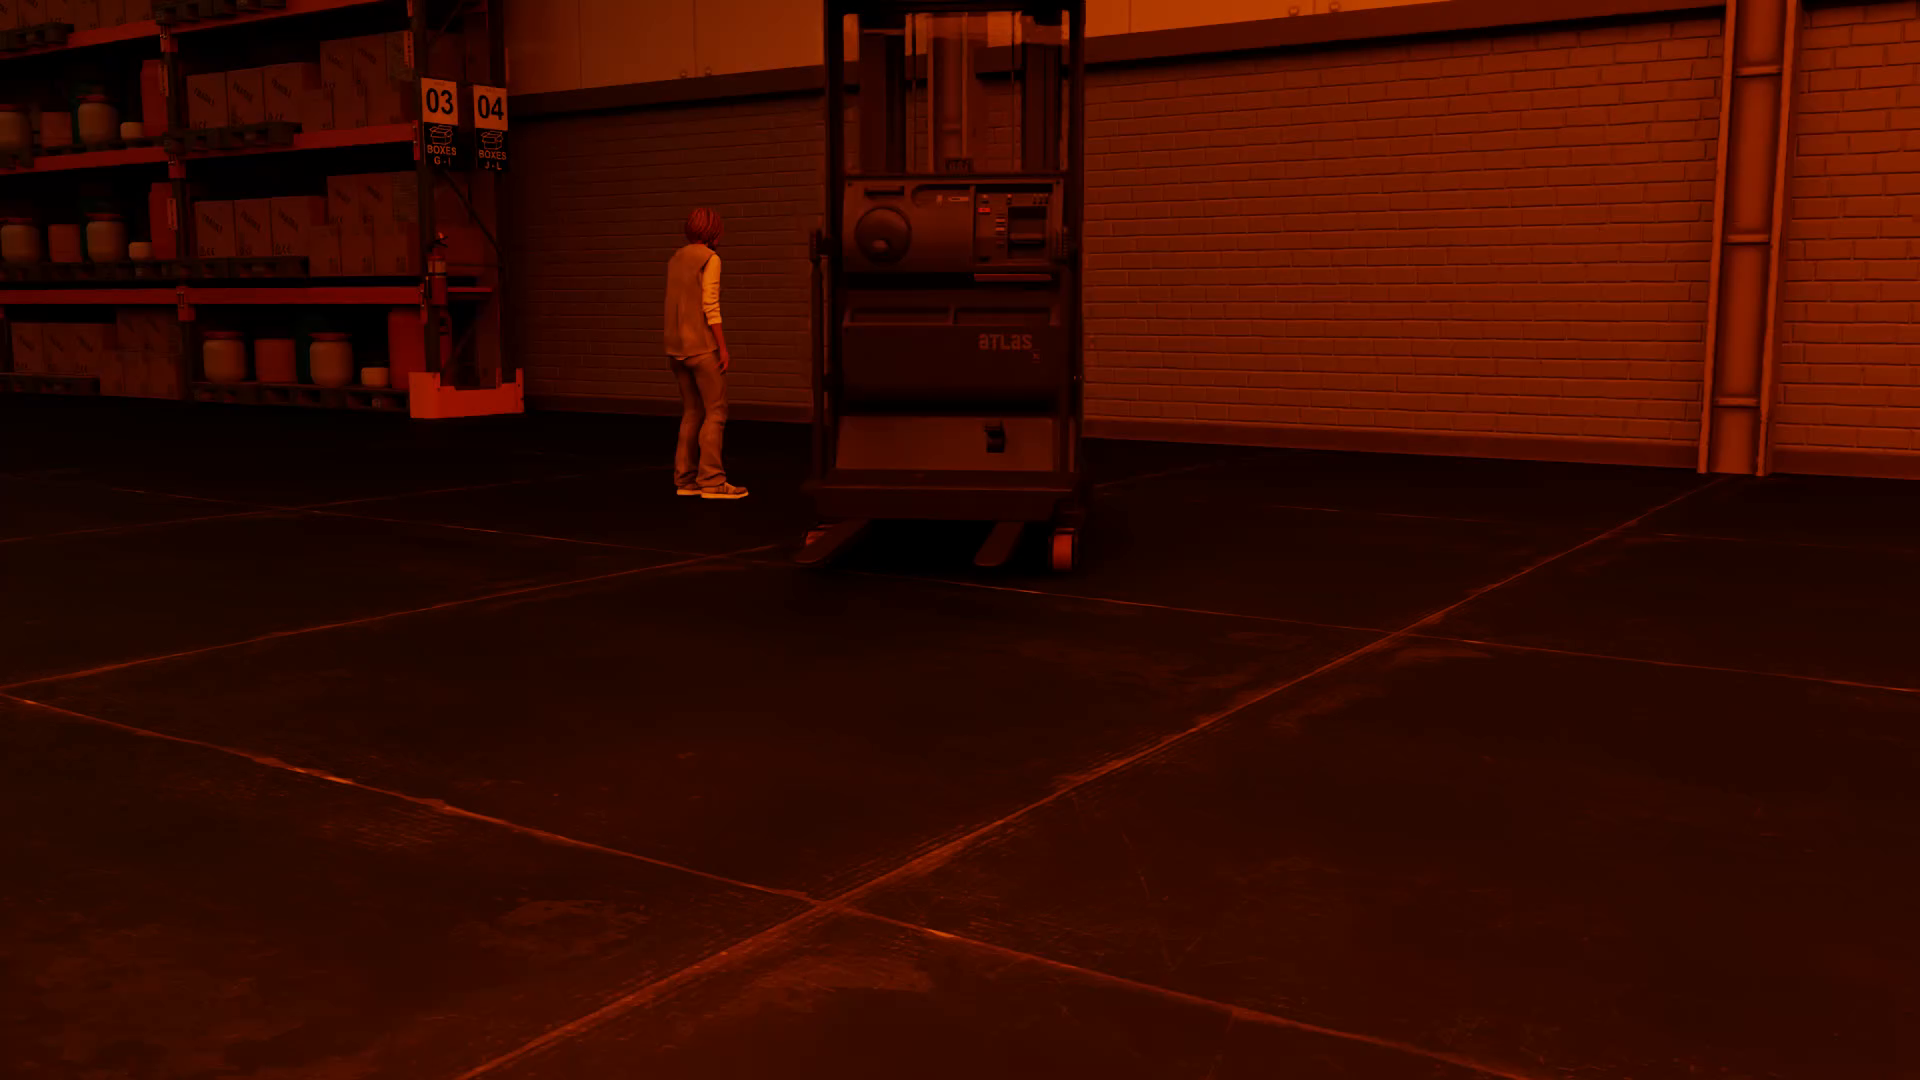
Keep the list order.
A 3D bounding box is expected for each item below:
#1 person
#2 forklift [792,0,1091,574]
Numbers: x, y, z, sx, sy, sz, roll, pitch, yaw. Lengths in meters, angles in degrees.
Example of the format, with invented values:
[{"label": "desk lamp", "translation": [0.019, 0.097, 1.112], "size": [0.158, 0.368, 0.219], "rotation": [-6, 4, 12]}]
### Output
[{"label": "person", "translation": [-1.436, -1.024, 9.160], "size": [0.349, 1.590, 0.470], "rotation": [-8, 11, -43]}, {"label": "forklift", "translation": [-0.051, -1.364, 6.788], "size": [1.130, 2.935, 3.031], "rotation": [1, 8, 6]}]
